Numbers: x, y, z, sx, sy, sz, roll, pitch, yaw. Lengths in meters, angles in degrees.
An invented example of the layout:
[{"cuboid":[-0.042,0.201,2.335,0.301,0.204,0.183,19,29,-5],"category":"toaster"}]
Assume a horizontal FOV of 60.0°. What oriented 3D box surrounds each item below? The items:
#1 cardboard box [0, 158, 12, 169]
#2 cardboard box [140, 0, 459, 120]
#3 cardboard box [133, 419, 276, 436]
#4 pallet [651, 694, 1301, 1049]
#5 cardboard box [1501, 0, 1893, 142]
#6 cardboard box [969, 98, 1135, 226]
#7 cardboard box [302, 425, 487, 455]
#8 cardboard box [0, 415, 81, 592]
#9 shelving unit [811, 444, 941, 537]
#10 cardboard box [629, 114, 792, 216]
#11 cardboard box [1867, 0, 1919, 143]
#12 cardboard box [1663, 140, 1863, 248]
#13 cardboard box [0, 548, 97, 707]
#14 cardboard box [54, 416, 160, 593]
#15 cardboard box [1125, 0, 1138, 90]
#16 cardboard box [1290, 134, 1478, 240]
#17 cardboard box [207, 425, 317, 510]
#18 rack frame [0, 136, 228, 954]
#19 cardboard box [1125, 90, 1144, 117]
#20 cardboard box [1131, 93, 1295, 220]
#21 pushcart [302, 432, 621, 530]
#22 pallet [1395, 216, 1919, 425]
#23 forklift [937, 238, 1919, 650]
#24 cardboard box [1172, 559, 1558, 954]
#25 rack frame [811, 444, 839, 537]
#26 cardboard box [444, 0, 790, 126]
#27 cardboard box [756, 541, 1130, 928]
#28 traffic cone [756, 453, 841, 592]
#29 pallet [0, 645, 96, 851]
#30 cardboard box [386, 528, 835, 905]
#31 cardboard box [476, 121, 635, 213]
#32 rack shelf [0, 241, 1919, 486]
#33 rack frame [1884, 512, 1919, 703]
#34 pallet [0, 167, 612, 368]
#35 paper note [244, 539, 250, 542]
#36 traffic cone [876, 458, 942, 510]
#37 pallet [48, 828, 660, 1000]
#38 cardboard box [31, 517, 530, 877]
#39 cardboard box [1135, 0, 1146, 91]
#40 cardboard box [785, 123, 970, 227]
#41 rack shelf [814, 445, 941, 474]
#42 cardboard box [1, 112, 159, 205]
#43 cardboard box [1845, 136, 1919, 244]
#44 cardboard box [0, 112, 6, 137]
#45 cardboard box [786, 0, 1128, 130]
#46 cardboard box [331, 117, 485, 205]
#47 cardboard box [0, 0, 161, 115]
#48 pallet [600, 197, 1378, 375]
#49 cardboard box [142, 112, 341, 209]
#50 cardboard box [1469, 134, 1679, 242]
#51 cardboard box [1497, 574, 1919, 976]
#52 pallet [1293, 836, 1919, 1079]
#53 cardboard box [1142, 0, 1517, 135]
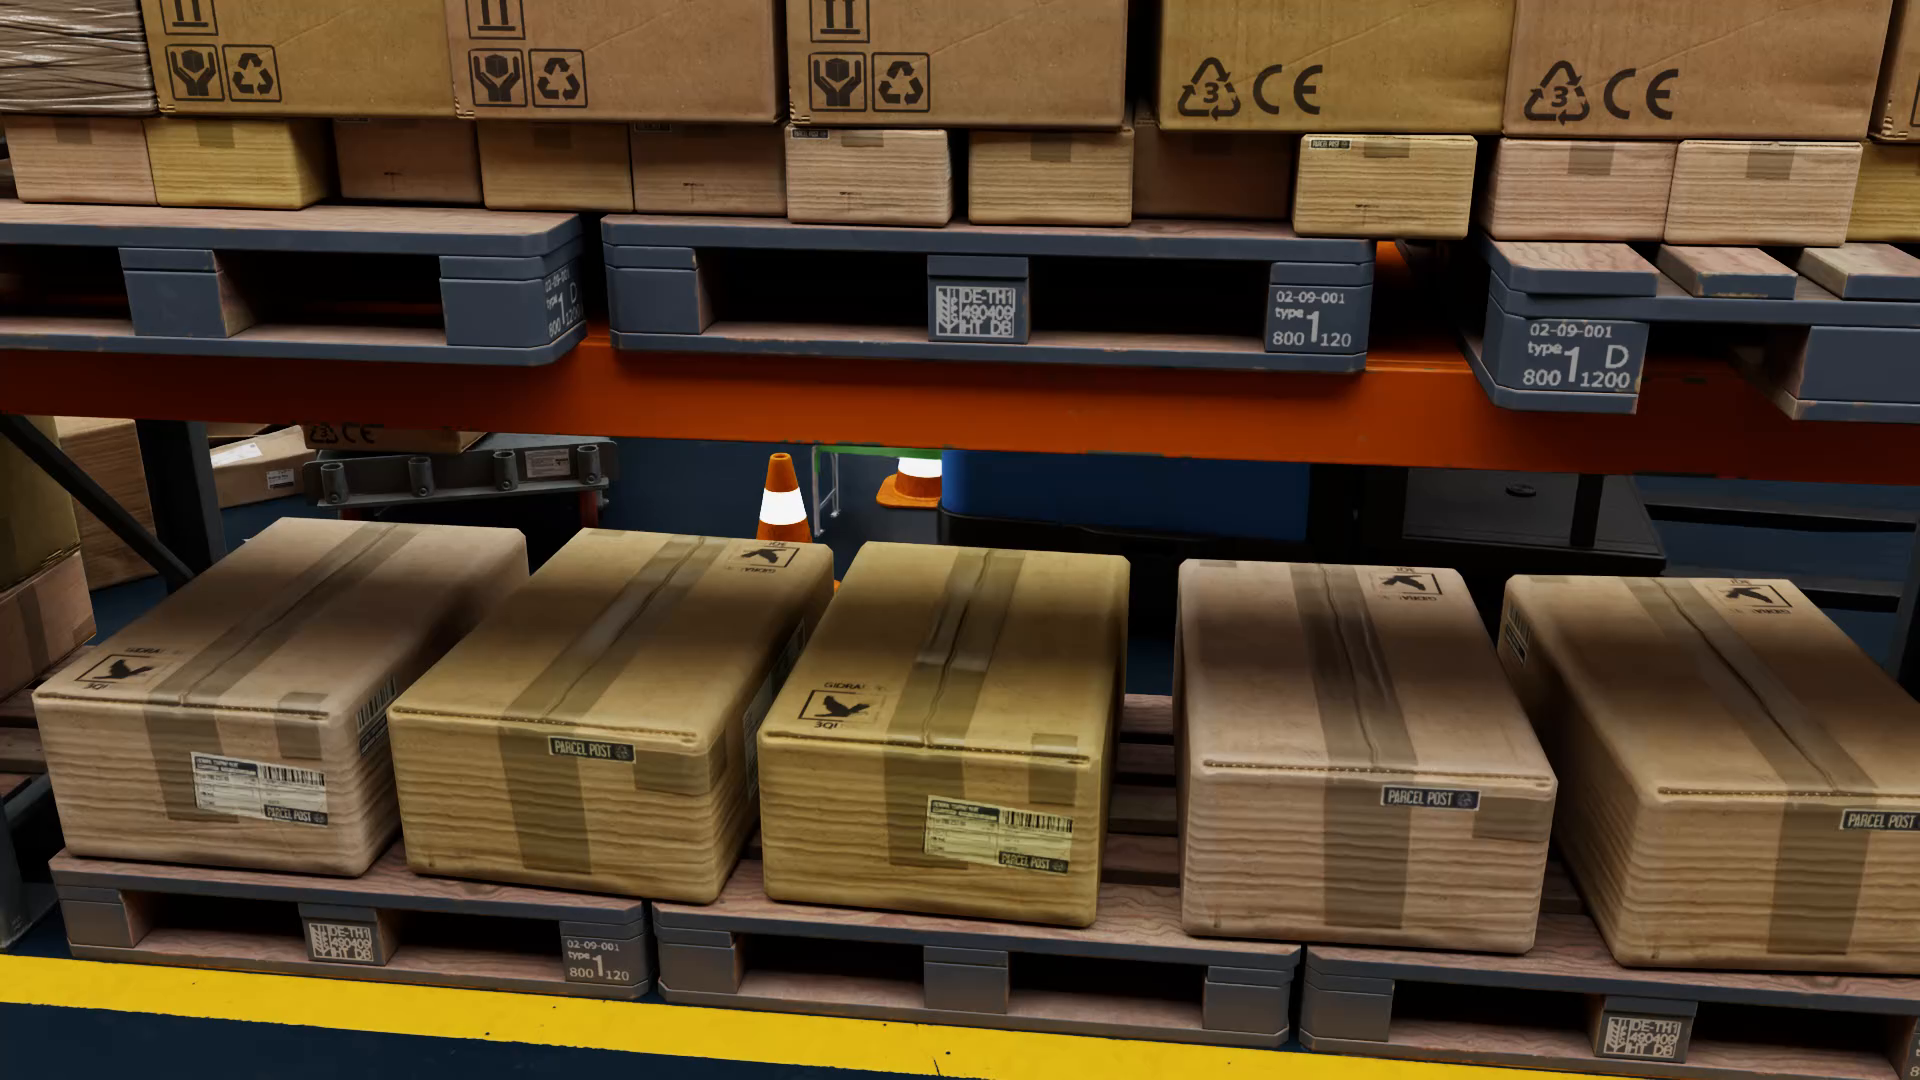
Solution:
[{"cuboid":[-2.193,-0.763,3.633,0.250,0.149,0.380,2,22,6],"category":"cardboard box"},{"cuboid":[-0.988,-0.983,2.735,0.500,0.500,0.500,3,22,6],"category":"cardboard box"},{"cuboid":[-2.918,-0.636,6.179,0.503,0.637,0.797,2,22,6],"category":"cardboard box"},{"cuboid":[0.071,0.632,3.553,1.213,0.211,1.003,2,22,6],"category":"pallet"},{"cuboid":[1.056,-0.893,2.507,0.500,0.500,0.500,2,22,5],"category":"cardboard box"},{"cuboid":[0.153,-0.621,2.702,0.250,0.149,0.380,2,22,5],"category":"cardboard box"},{"cuboid":[-1.738,-0.590,5.223,0.500,0.500,0.500,2,22,6],"category":"cardboard box"},{"cuboid":[-2.472,-0.139,3.860,0.500,0.500,0.500,4,22,9],"category":"cardboard box"},{"cuboid":[-0.208,-0.592,5.306,0.503,1.200,0.258,5,22,12],"category":"shelving unit"},{"cuboid":[-0.373,-0.653,2.781,0.250,0.149,0.380,3,22,7],"category":"cardboard box"},{"cuboid":[1.570,-0.875,2.461,0.500,0.500,0.500,2,22,5],"category":"cardboard box"},{"cuboid":[1.171,-0.563,2.554,0.250,0.149,0.380,2,22,6],"category":"cardboard box"},{"cuboid":[-2.472,0.210,3.998,0.500,0.250,0.500,2,22,4],"category":"cardboard box"},{"cuboid":[-2.822,-0.131,5.089,0.500,0.500,0.500,-19,28,-40],"category":"cardboard box"},{"cuboid":[0.093,-1.126,3.095,0.500,0.500,0.500,2,22,4],"category":"cardboard box"},{"cuboid":[0.647,-0.584,2.606,0.250,0.149,0.380,3,22,7],"category":"cardboard box"},{"cuboid":[-2.474,-0.297,5.830,0.396,0.266,0.258,-14,25,-31],"category":"cardboard box"},{"cuboid":[-1.918,-0.750,3.256,0.127,3.000,1.000,2,22,6],"category":"rack frame"},{"cuboid":[0.406,-0.789,3.127,0.250,0.149,0.380,3,22,8],"category":"cardboard box"},{"cuboid":[0.412,-0.640,2.750,0.250,0.149,0.380,3,22,7],"category":"cardboard box"},{"cuboid":[-1.699,-0.365,5.849,0.936,0.377,1.648,-5,22,-12],"category":"pushcart"},{"cuboid":[1.334,-0.479,2.833,1.003,0.211,1.213,2,22,6],"category":"pallet"},{"cuboid":[1.505,-1.214,4.524,3.031,2.935,1.130,5,22,12],"category":"forklift"},{"cuboid":[0.761,0.393,3.368,0.625,0.372,0.950,2,22,5],"category":"cardboard box"},{"cuboid":[-0.446,-0.612,5.355,0.015,1.200,0.240,5,22,12],"category":"rack frame"},{"cuboid":[-0.499,-0.957,2.668,0.500,0.500,0.500,2,22,6],"category":"cardboard box"},{"cuboid":[0.009,0.358,3.457,0.625,0.372,0.950,3,22,8],"category":"cardboard box"},{"cuboid":[-0.521,-0.027,4.879,0.334,0.463,0.336,2,22,6],"category":"traffic cone"},{"cuboid":[-2.589,0.531,3.809,1.213,0.211,1.003,2,22,6],"category":"pallet"},{"cuboid":[-0.682,0.329,3.531,0.625,0.372,0.950,4,22,10],"category":"cardboard box"},{"cuboid":[-0.618,-0.664,2.810,0.250,0.149,0.380,3,22,7],"category":"cardboard box"},{"cuboid":[0.069,-0.328,3.169,4.000,0.370,1.077,2,22,6],"category":"rack shelf"},{"cuboid":[2.055,-0.576,2.818,0.127,3.000,1.000,2,22,6],"category":"rack frame"},{"cuboid":[-1.176,-0.574,3.073,1.213,0.211,1.003,2,22,6],"category":"pallet"},{"cuboid":[-2.243,-0.015,5.435,0.142,0.019,0.148,2,22,6],"category":"paper note"},{"cuboid":[-0.116,-0.380,5.771,0.334,0.463,0.336,2,22,6],"category":"traffic cone"},{"cuboid":[-1.144,0.580,3.685,1.213,0.211,1.003,2,22,6],"category":"pallet"},{"cuboid":[-1.396,0.299,3.607,0.625,0.372,0.950,3,22,7],"category":"cardboard box"},{"cuboid":[0.589,-1.101,3.033,0.500,0.500,0.500,3,22,7],"category":"cardboard box"},{"cuboid":[-0.115,-0.622,2.704,0.250,0.149,0.380,3,22,8],"category":"cardboard box"},{"cuboid":[-0.208,-0.309,5.417,0.480,0.148,0.258,5,22,12],"category":"rack shelf"},{"cuboid":[-1.406,-0.689,2.873,0.250,0.149,0.380,3,22,7],"category":"cardboard box"},{"cuboid":[1.427,-0.568,2.568,0.250,0.149,0.380,3,22,7],"category":"cardboard box"},{"cuboid":[-2.322,-1.055,3.488,0.500,0.500,0.500,2,22,6],"category":"cardboard box"},{"cuboid":[0.012,-0.939,2.622,0.500,0.500,0.500,2,22,4],"category":"cardboard box"},{"cuboid":[-0.869,-0.690,2.877,0.250,0.149,0.380,4,22,10],"category":"cardboard box"},{"cuboid":[-1.486,-1.005,2.789,0.500,0.500,0.500,3,22,8],"category":"cardboard box"},{"cuboid":[0.084,-0.558,3.032,1.213,0.211,1.003,2,22,6],"category":"pallet"},{"cuboid":[-1.159,-0.675,2.837,0.250,0.149,0.380,3,22,7],"category":"cardboard box"},{"cuboid":[0.922,-0.577,2.589,0.250,0.149,0.380,1,22,4],"category":"cardboard box"},{"cuboid":[1.495,0.422,3.295,0.625,0.372,0.950,1,22,3],"category":"cardboard box"},{"cuboid":[1.279,0.686,3.418,1.213,0.211,1.003,2,22,6],"category":"pallet"},{"cuboid":[0.554,-0.915,2.561,0.500,0.500,0.500,1,22,3],"category":"cardboard box"}]
